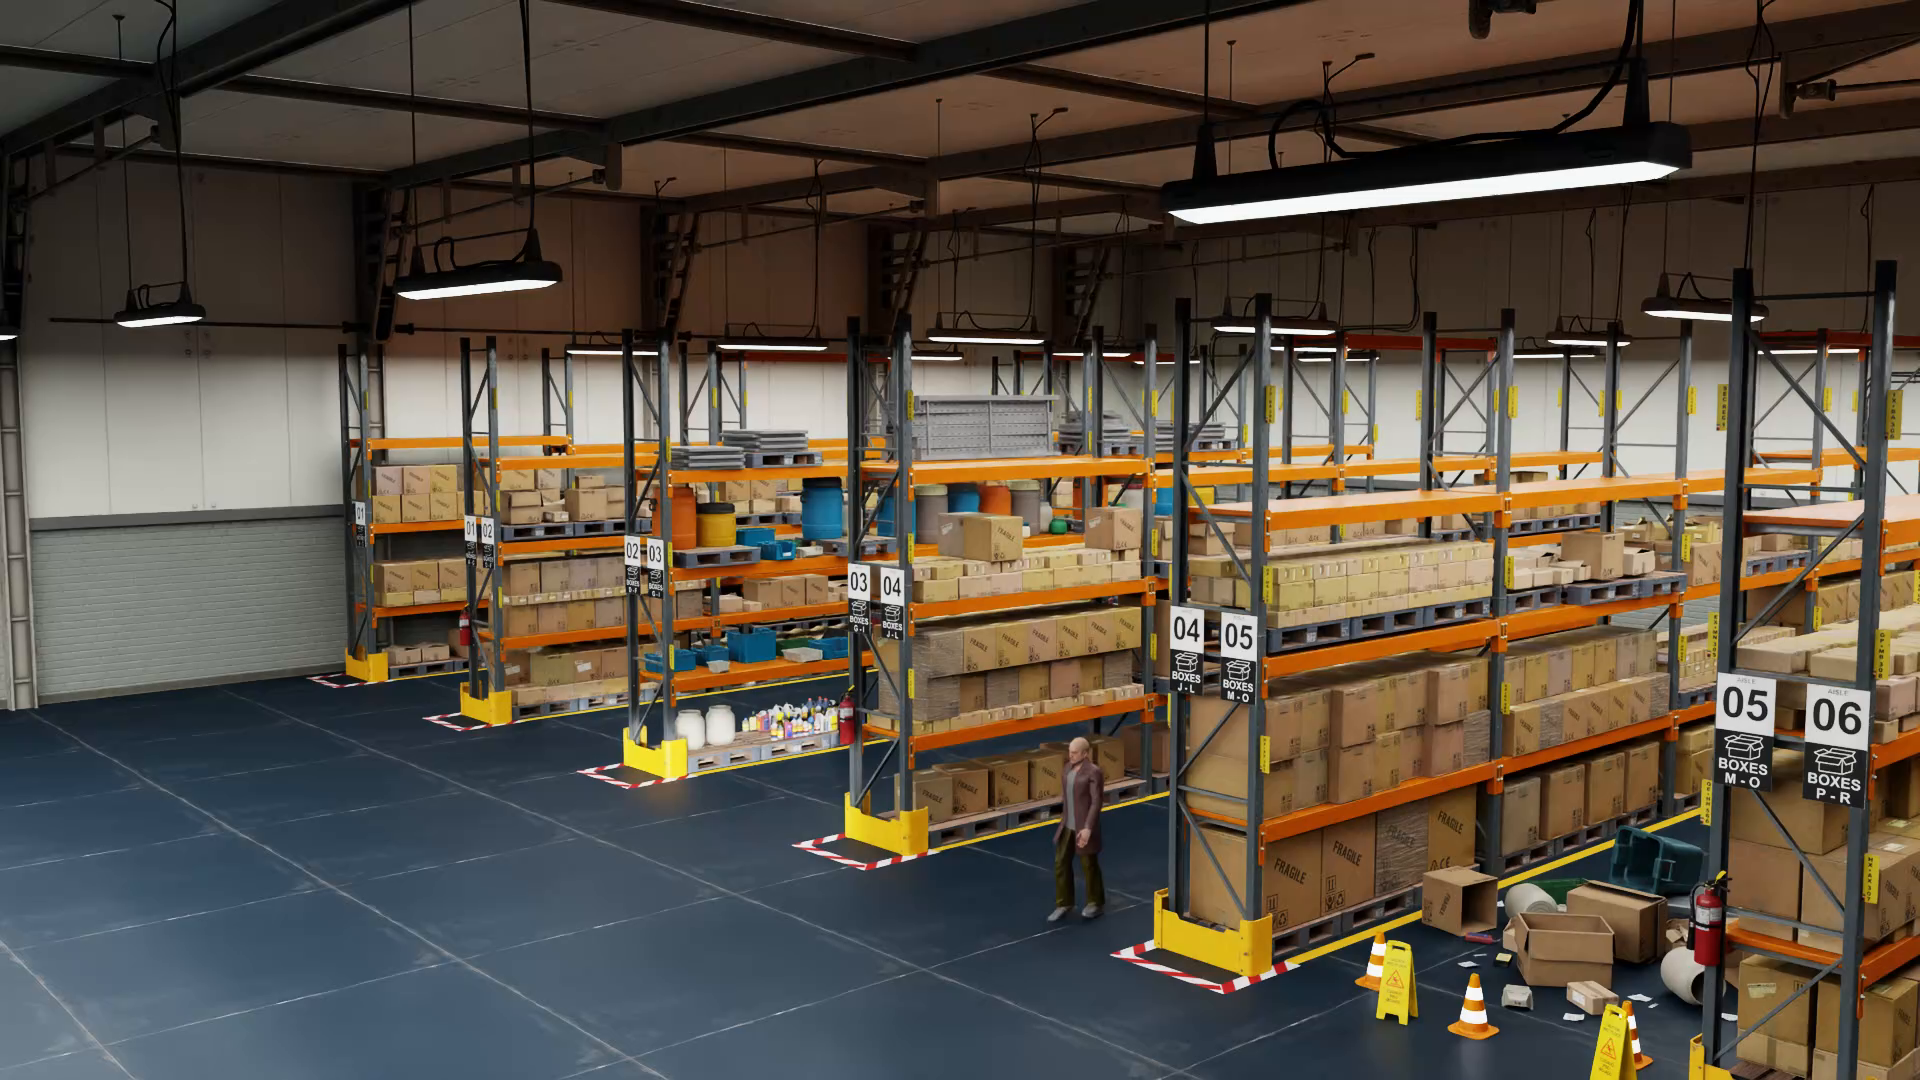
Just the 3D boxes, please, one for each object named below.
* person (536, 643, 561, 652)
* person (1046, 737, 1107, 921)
[{"bbox_3d":[-7.555,1.612,30.295,0.499,1.674,0.496,-3,6,-29],"label":"person"},{"bbox_3d":[1.164,2.841,16.282,0.627,1.831,0.621,-4,7,-38],"label":"person"}]
